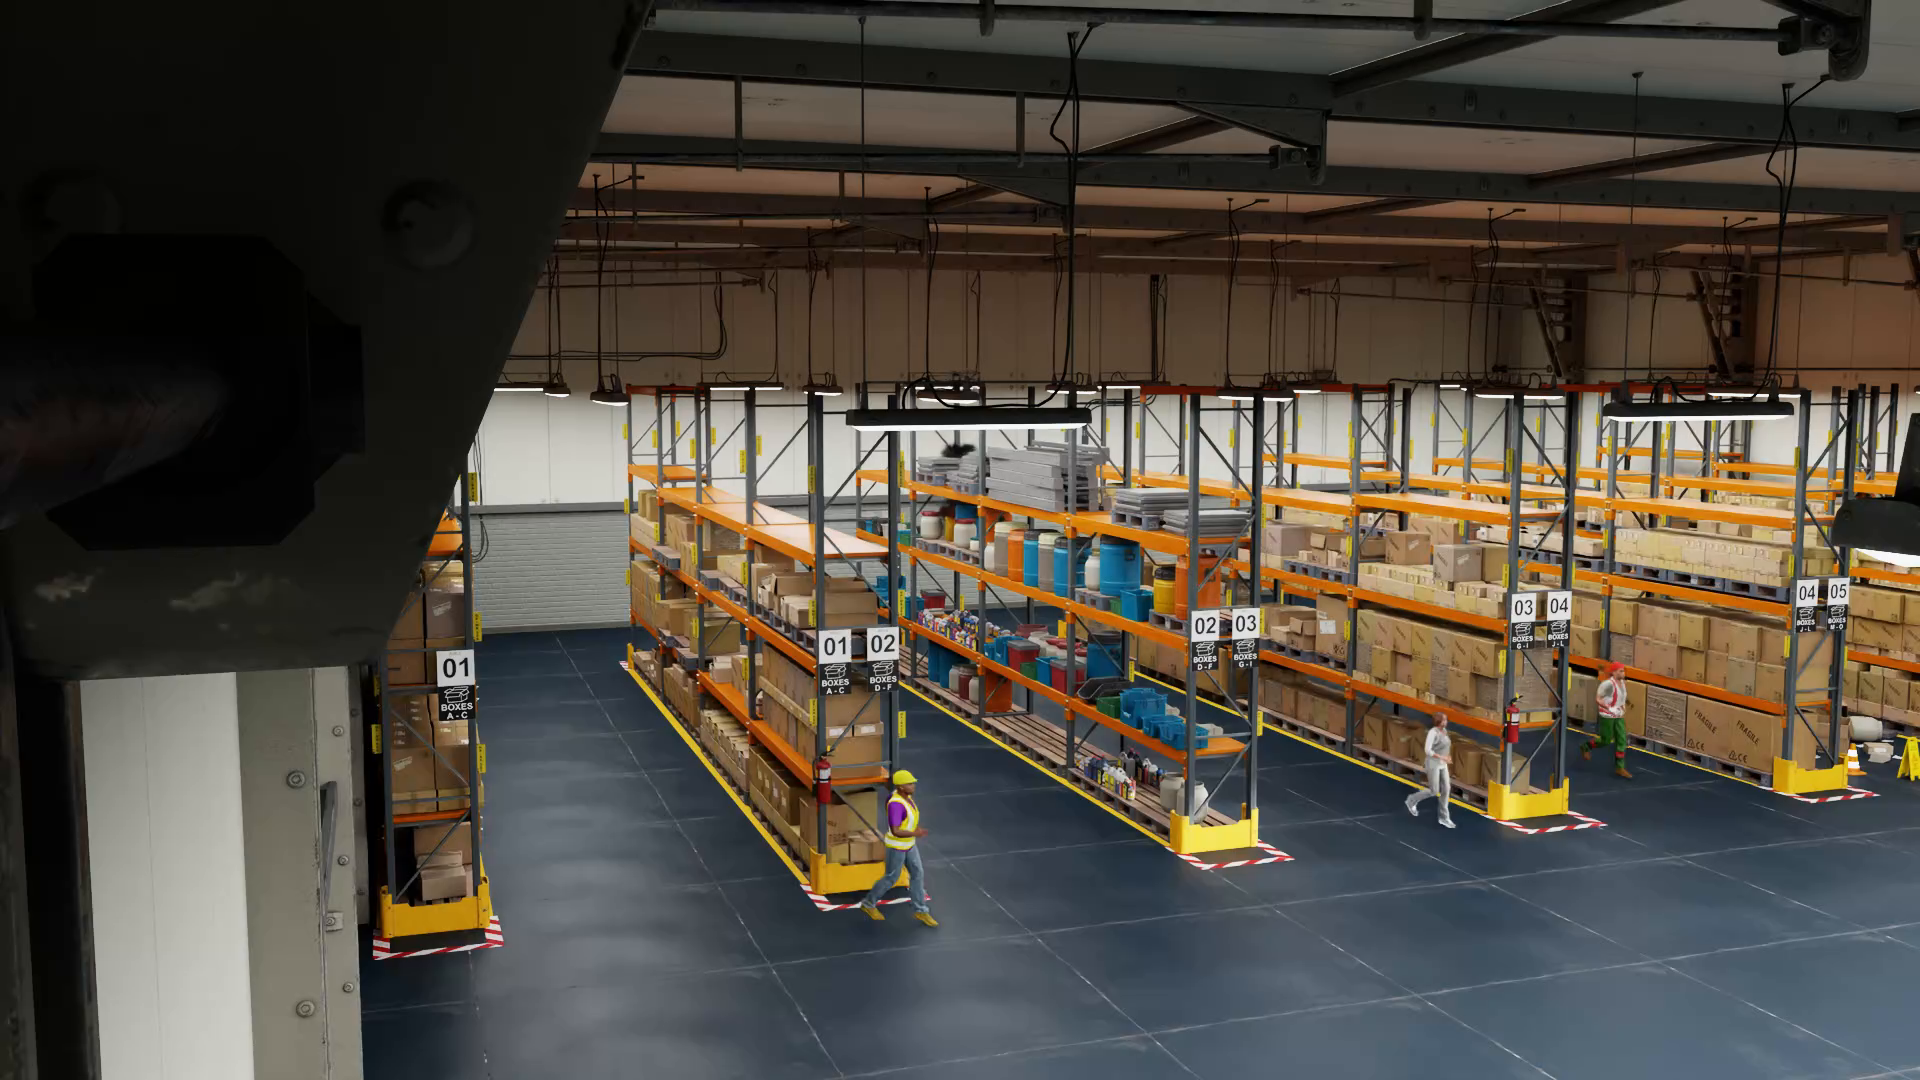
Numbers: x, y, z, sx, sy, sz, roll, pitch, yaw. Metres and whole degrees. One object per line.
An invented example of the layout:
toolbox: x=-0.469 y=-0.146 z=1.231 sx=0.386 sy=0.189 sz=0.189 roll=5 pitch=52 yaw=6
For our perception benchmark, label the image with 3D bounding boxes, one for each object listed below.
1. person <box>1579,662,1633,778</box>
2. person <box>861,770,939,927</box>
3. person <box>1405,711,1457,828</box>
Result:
person: x=10.174 y=2.767 z=26.049 sx=0.683 sy=1.772 sz=0.974 roll=-4 pitch=7 yaw=-34
person: x=-0.702 y=3.503 z=18.851 sx=0.883 sy=1.820 sz=0.691 roll=2 pitch=6 yaw=17
person: x=6.591 y=3.164 z=23.136 sx=0.744 sy=1.612 sz=0.568 roll=6 pitch=8 yaw=44
